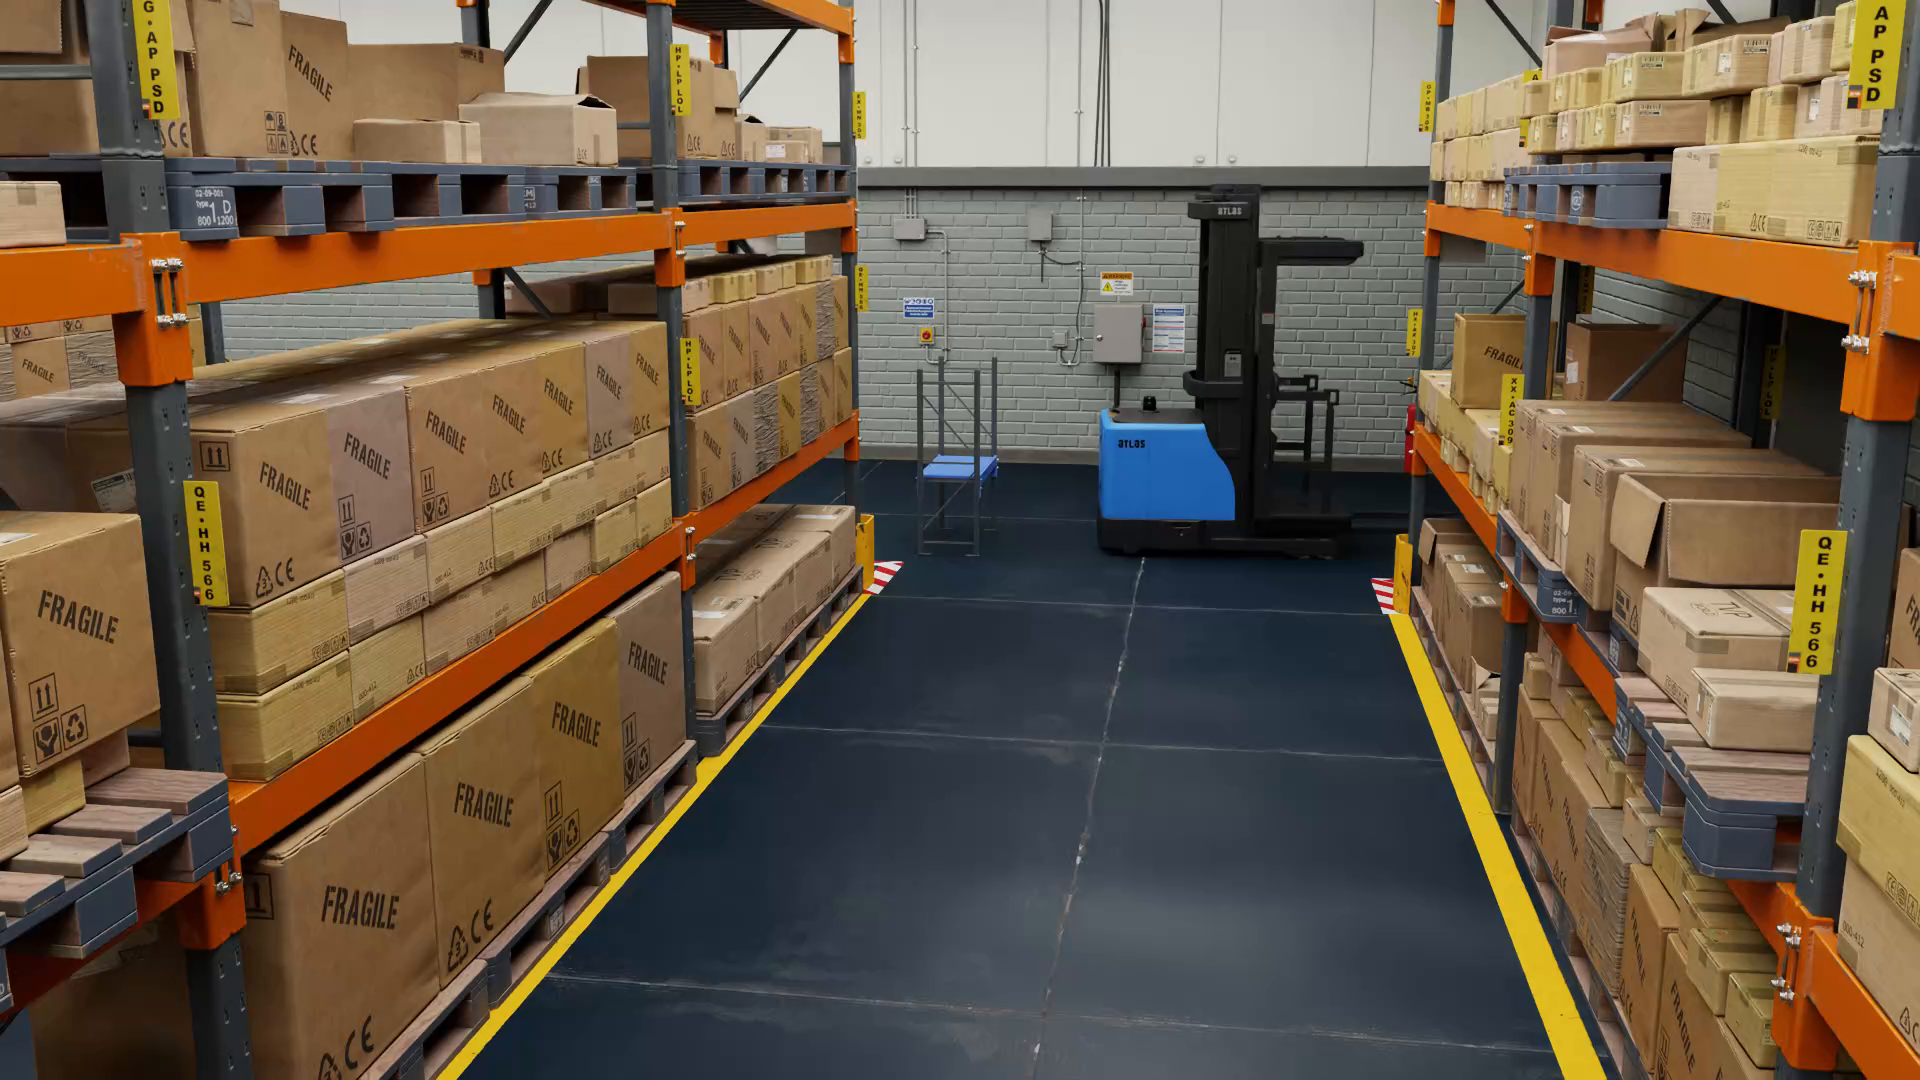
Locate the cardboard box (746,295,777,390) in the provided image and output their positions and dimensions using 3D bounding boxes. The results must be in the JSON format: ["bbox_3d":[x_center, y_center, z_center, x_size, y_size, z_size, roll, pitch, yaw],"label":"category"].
[{"bbox_3d":[-1.373,-1.151,9.604,0.500,0.500,0.500,2,12,10],"label":"cardboard box"}]

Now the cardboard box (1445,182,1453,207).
[{"bbox_3d":[3.172,-2.111,10.147,0.380,0.149,0.250,2,12,10],"label":"cardboard box"}]

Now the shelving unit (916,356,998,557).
[{"bbox_3d":[-0.013,-0.715,13.753,0.538,1.500,1.048,2,12,9],"label":"shelving unit"}]

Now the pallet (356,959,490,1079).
[{"bbox_3d":[-2.279,1.723,5.496,1.003,0.211,1.213,2,12,9],"label":"pallet"}]

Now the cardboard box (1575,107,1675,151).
[{"bbox_3d":[2.452,-1.487,6.013,0.380,0.149,0.250,2,12,8],"label":"cardboard box"}]

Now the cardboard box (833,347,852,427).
[{"bbox_3d":[-1.057,-1.083,11.664,0.500,0.500,0.500,2,12,9],"label":"cardboard box"}]

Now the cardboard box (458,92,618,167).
[{"bbox_3d":[-1.787,-1.749,7.082,0.500,0.311,0.500,2,12,9],"label":"cardboard box"}]

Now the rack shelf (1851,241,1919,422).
[{"bbox_3d":[2.123,-0.017,1.538,1.077,0.370,4.000,2,12,9],"label":"rack shelf"}]

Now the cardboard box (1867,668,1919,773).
[{"bbox_3d":[2.091,0.373,3.367,0.380,0.149,0.250,2,12,10],"label":"cardboard box"}]

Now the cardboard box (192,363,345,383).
[{"bbox_3d":[-2.499,-0.342,5.851,0.500,0.500,0.500,2,12,9],"label":"cardboard box"}]

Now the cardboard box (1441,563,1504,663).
[{"bbox_3d":[3.124,0.441,9.764,0.500,0.500,0.500,2,12,10],"label":"cardboard box"}]

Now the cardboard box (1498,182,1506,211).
[{"bbox_3d":[2.942,-1.736,8.406,0.380,0.149,0.250,2,12,8],"label":"cardboard box"}]

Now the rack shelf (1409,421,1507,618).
[{"bbox_3d":[3.354,-0.216,9.581,1.077,0.370,4.000,2,12,9],"label":"rack shelf"}]

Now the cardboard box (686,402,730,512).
[{"bbox_3d":[-1.528,-0.449,8.719,0.500,0.500,0.500,2,12,11],"label":"cardboard box"}]

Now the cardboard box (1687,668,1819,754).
[{"bbox_3d":[2.153,0.450,4.384,0.380,0.149,0.250,2,12,10],"label":"cardboard box"}]

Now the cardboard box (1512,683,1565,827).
[{"bbox_3d":[2.749,0.959,7.359,0.500,0.500,0.500,2,12,11],"label":"cardboard box"}]

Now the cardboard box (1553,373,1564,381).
[{"bbox_3d":[3.853,-0.951,10.937,0.500,0.250,0.500,2,12,10],"label":"cardboard box"}]

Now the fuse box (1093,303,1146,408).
[{"bbox_3d":[1.653,-1.590,17.309,0.539,1.711,0.414,2,12,9],"label":"fuse box"}]

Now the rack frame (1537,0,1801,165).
[{"bbox_3d":[3.046,-3.084,6.941,1.000,3.000,0.127,2,12,9],"label":"rack frame"}]

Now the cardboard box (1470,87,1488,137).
[{"bbox_3d":[3.116,-2.365,9.192,0.500,0.250,0.500,2,12,10],"label":"cardboard box"}]

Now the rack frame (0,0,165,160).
[{"bbox_3d":[-2.474,-2.411,3.820,1.000,3.000,0.127,2,12,9],"label":"rack frame"}]

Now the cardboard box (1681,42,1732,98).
[{"bbox_3d":[2.391,-1.403,4.966,0.380,0.149,0.250,2,12,9],"label":"cardboard box"}]

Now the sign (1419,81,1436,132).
[{"bbox_3d":[3.125,-2.895,11.110,0.100,0.325,0.005,2,12,9],"label":"sign"}]

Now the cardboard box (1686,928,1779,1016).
[{"bbox_3d":[2.268,1.213,4.644,0.380,0.149,0.250,1,12,6],"label":"cardboard box"}]

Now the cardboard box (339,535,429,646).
[{"bbox_3d":[-2.072,0.146,5.367,0.500,0.250,0.500,2,12,10],"label":"cardboard box"}]

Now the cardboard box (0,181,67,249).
[{"bbox_3d":[-2.315,-0.749,3.827,0.380,0.149,0.250,2,12,9],"label":"cardboard box"}]

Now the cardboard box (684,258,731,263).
[{"bbox_3d":[-1.718,-1.771,10.940,0.380,0.149,0.250,1,12,7],"label":"cardboard box"}]

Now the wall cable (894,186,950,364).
[{"bbox_3d":[-0.400,-2.830,17.520,0.585,1.953,0.123,2,12,9],"label":"wall cable"}]

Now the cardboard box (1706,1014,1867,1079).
[{"bbox_3d":[2.284,1.603,4.370,0.500,0.500,0.500,2,12,10],"label":"cardboard box"}]

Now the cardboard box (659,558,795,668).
[{"bbox_3d":[-1.519,0.423,9.997,0.875,0.438,0.875,2,12,7],"label":"cardboard box"}]

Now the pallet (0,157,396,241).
[{"bbox_3d":[-2.428,-0.988,4.786,1.213,0.211,1.003,2,12,11],"label":"pallet"}]

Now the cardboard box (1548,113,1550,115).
[{"bbox_3d":[2.596,-1.788,6.707,0.380,0.149,0.250,2,12,10],"label":"cardboard box"}]

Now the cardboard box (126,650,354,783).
[{"bbox_3d":[-2.150,0.501,4.903,0.500,0.250,0.500,2,12,8],"label":"cardboard box"}]

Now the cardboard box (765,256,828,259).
[{"bbox_3d":[-1.116,-1.864,11.370,0.380,0.149,0.250,2,12,10],"label":"cardboard box"}]

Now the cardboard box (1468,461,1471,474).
[{"bbox_3d":[3.101,-0.423,9.434,0.380,0.149,0.250,2,12,9],"label":"cardboard box"}]

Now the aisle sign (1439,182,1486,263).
[{"bbox_3d":[3.382,-2.278,11.273,0.394,0.787,0.004,2,12,9],"label":"aisle sign"}]

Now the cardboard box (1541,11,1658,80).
[{"bbox_3d":[2.655,-2.045,6.916,0.396,0.266,0.258,2,12,8],"label":"cardboard box"}]

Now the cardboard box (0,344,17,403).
[{"bbox_3d":[-6.259,-0.946,10.321,0.500,0.500,0.500,2,12,7],"label":"cardboard box"}]

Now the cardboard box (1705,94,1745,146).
[{"bbox_3d":[2.471,-1.255,4.985,0.380,0.149,0.250,2,12,10],"label":"cardboard box"}]

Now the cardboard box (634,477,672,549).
[{"bbox_3d":[-1.679,-0.136,7.861,0.500,0.250,0.500,2,12,7],"label":"cardboard box"}]

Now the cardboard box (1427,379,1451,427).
[{"bbox_3d":[3.248,-0.865,10.537,0.500,0.250,0.500,2,12,9],"label":"cardboard box"}]

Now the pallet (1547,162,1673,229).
[{"bbox_3d":[2.720,-1.176,5.656,1.213,0.211,1.003,2,12,9],"label":"pallet"}]

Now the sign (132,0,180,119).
[{"bbox_3d":[-1.938,-1.179,3.998,0.100,0.325,0.005,2,12,9],"label":"sign"}]

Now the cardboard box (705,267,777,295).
[{"bbox_3d":[-1.301,-1.539,9.866,0.380,0.149,0.250,2,12,9],"label":"cardboard box"}]

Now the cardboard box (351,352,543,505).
[{"bbox_3d":[-1.914,-0.426,6.241,0.500,0.500,0.500,2,12,10],"label":"cardboard box"}]

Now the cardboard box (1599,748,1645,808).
[{"bbox_3d":[2.589,0.889,6.147,0.380,0.149,0.250,2,12,11],"label":"cardboard box"}]

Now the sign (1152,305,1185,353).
[{"bbox_3d":[2.173,-2.200,17.309,0.329,0.494,0.001,2,12,9],"label":"sign"}]

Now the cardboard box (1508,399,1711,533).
[{"bbox_3d":[2.751,-0.312,7.085,0.700,0.500,0.500,2,12,10],"label":"cardboard box"}]

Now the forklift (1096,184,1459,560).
[{"bbox_3d":[2.665,-1.391,13.493,3.031,2.935,1.130,1,12,2],"label":"forklift"}]

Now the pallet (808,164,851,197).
[{"bbox_3d":[-1.348,-2.412,11.155,1.003,0.211,1.213,2,12,9],"label":"pallet"}]

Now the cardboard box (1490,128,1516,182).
[{"bbox_3d":[2.942,-1.906,8.249,0.500,0.250,0.500,1,12,7],"label":"cardboard box"}]

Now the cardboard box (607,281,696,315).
[{"bbox_3d":[-1.554,-1.223,8.398,0.380,0.149,0.250,2,12,8],"label":"cardboard box"}]

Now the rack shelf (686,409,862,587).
[{"bbox_3d":[-1.551,-0.376,10.324,1.077,0.370,4.000,2,12,9],"label":"rack shelf"}]

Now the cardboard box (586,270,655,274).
[{"bbox_3d":[-1.906,-1.450,9.449,0.380,0.149,0.250,2,12,8],"label":"cardboard box"}]
